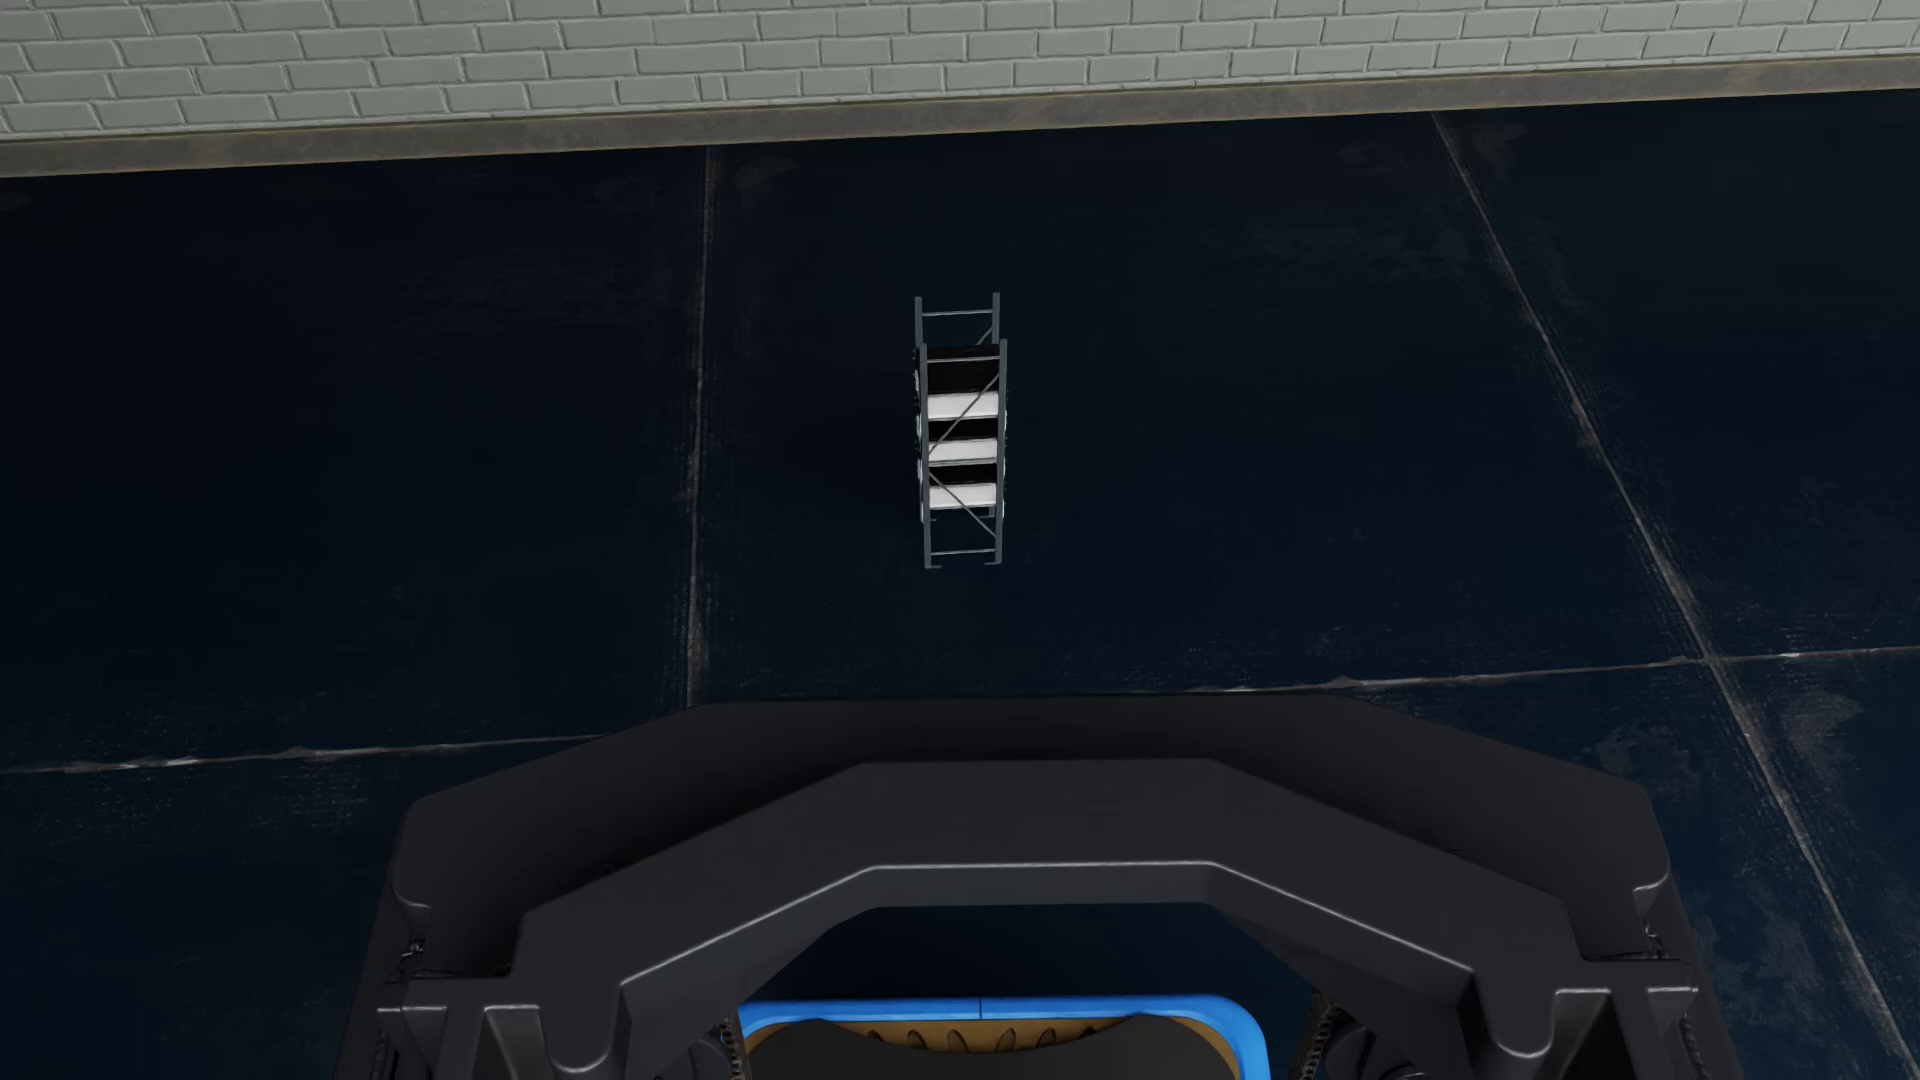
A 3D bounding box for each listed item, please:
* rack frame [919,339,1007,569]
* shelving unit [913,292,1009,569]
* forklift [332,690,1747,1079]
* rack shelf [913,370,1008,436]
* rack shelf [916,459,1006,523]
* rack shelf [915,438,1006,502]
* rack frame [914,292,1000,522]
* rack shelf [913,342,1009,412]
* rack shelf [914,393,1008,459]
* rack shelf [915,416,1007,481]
[{"bbox_3d":[0.009,-0.230,4.848,0.240,0.900,0.006,-3,47,-3],"label":"rack frame"},{"bbox_3d":[0.001,-0.304,4.918,0.258,0.900,0.210,-3,47,-3],"label":"shelving unit"},{"bbox_3d":[0.060,1.628,1.690,1.130,2.935,3.031,-1,47,-1],"label":"forklift"},{"bbox_3d":[0.001,-0.404,4.811,0.258,0.077,0.200,-3,47,-3],"label":"rack shelf"},{"bbox_3d":[0.001,-0.157,5.073,0.258,0.077,0.200,-3,47,-3],"label":"rack shelf"},{"bbox_3d":[0.001,-0.219,5.007,0.258,0.077,0.200,-3,47,-3],"label":"rack shelf"},{"bbox_3d":[-0.008,-0.377,4.987,0.240,0.900,0.006,-3,47,-3],"label":"rack frame"},{"bbox_3d":[0.001,-0.466,4.746,0.258,0.077,0.200,-3,47,-3],"label":"rack shelf"},{"bbox_3d":[0.001,-0.343,4.877,0.258,0.077,0.200,-3,47,-3],"label":"rack shelf"},{"bbox_3d":[0.001,-0.281,4.942,0.258,0.077,0.200,-3,47,-3],"label":"rack shelf"}]
